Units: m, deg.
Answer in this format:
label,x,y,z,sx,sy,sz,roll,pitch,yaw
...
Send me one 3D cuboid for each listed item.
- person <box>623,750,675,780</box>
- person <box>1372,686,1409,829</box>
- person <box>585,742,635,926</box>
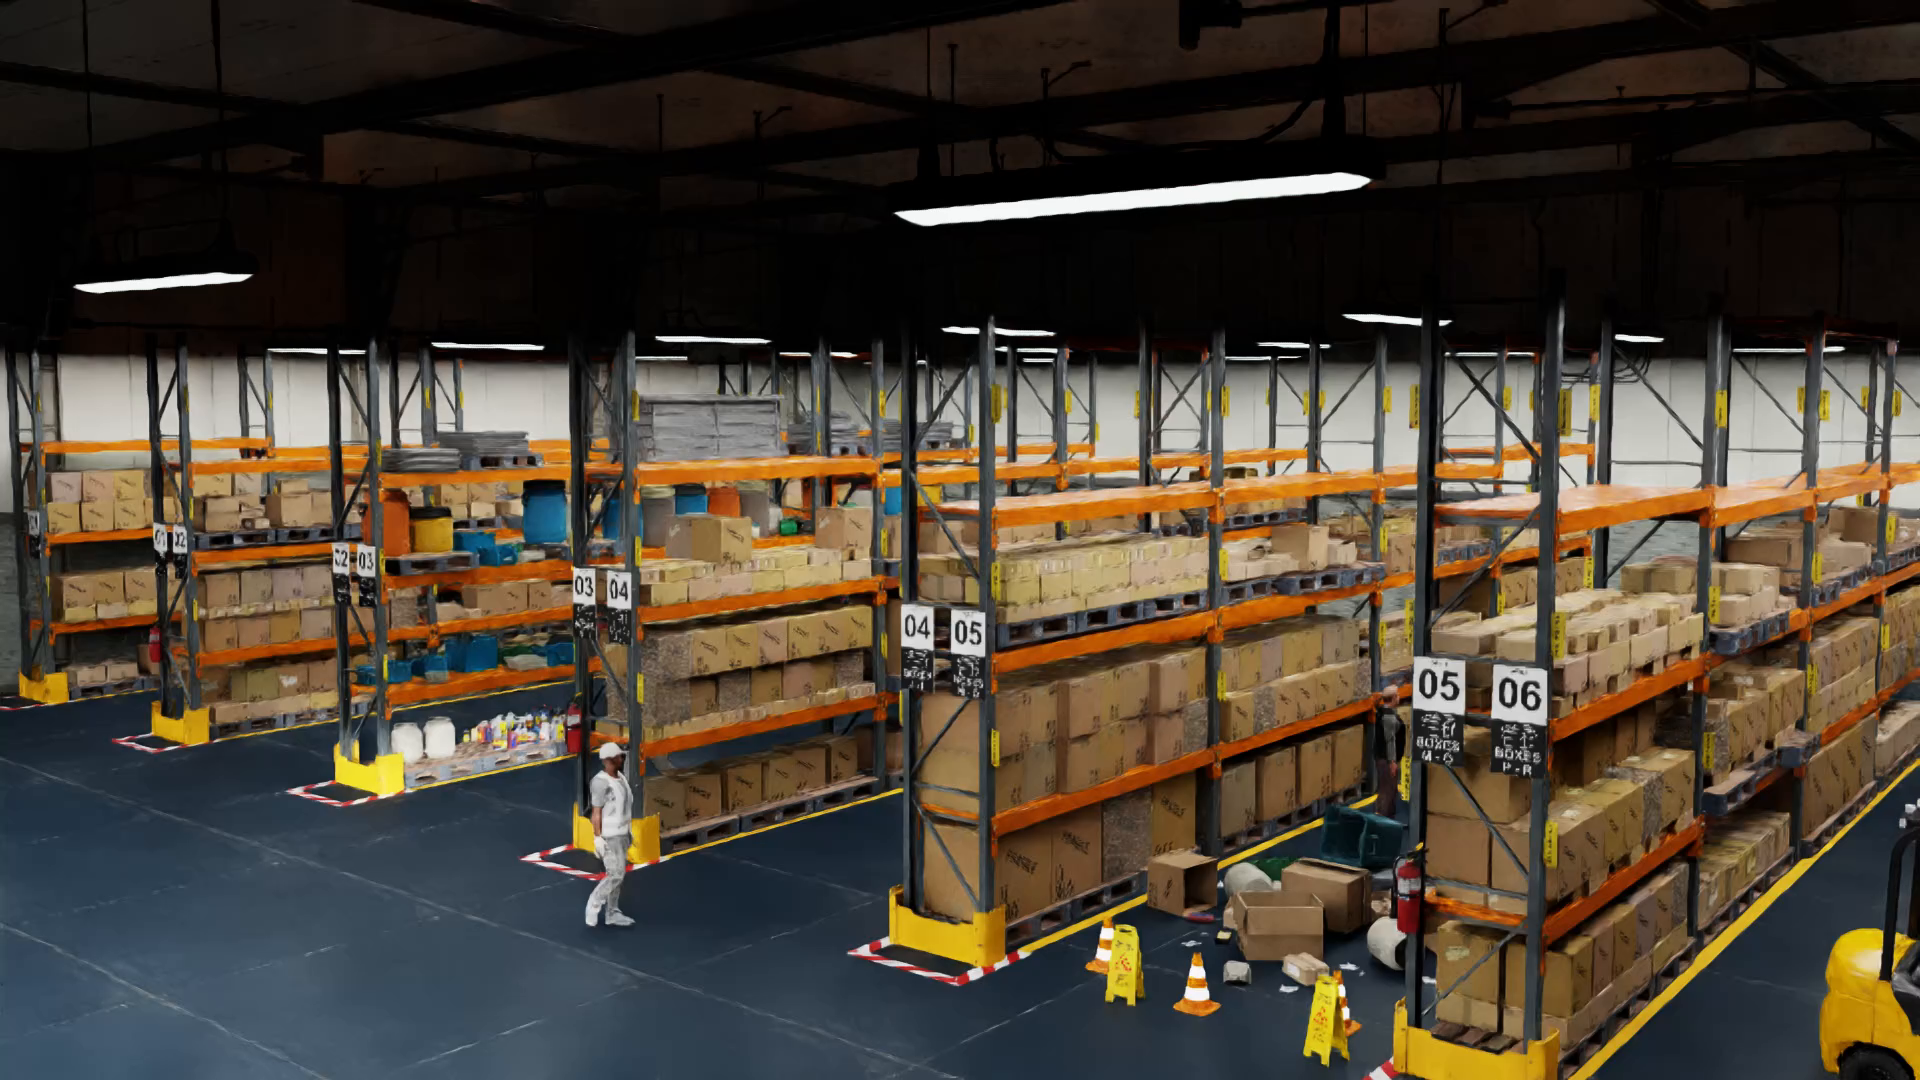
label,x,y,z,sx,sy,sz,roll,pitch,yaw
person,-3.952,2.439,20.827,0.968,1.710,0.586,-3,6,-27
person,5.023,2.554,19.326,0.448,1.730,0.586,1,5,9
person,-3.376,2.836,16.016,0.446,1.779,0.600,1,5,10
